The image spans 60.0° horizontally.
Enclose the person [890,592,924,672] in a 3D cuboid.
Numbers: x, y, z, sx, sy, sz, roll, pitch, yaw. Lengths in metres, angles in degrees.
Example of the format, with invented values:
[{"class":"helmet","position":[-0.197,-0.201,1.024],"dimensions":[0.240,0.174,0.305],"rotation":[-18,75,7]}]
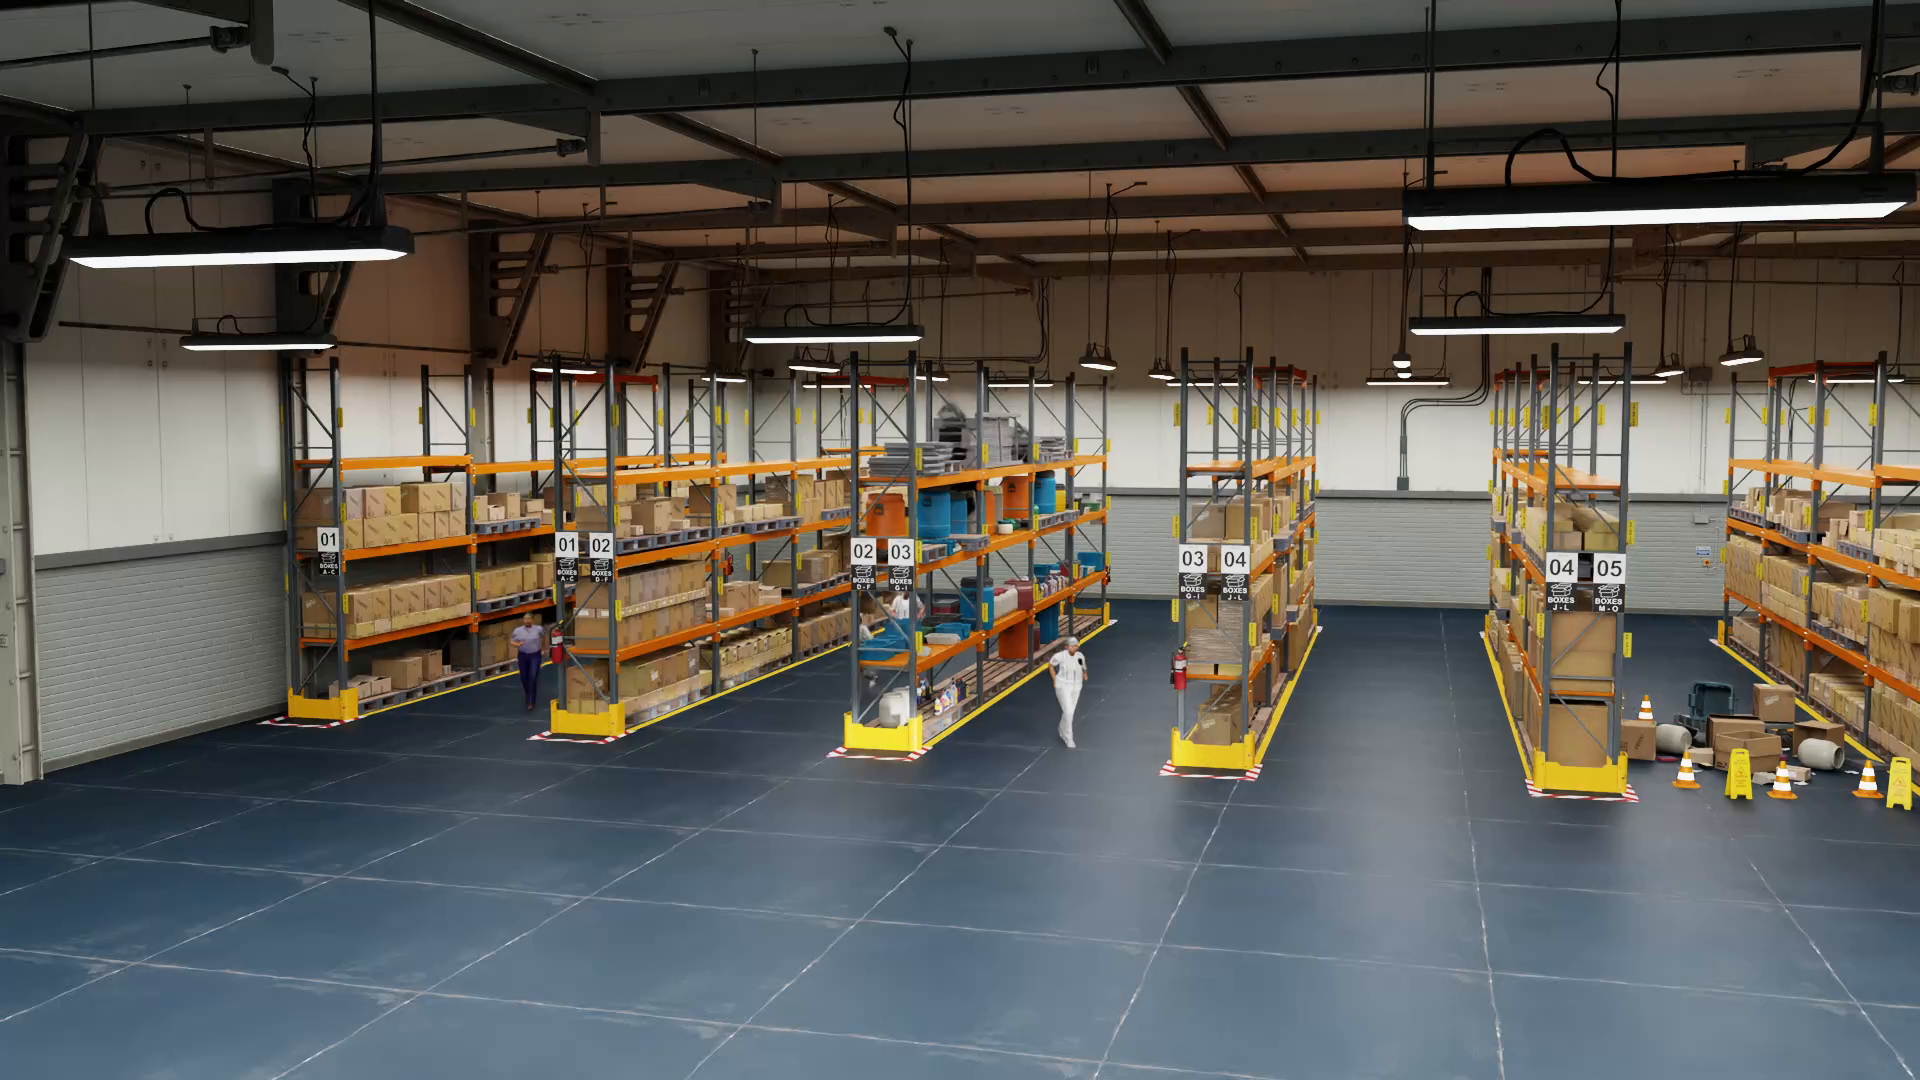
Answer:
[{"class":"person","position":[-1.056,1.719,33.155],"dimensions":[0.672,1.790,0.814],"rotation":[0,4,7]}]

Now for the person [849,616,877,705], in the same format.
[{"class":"person","position":[-1.729,2.076,29.390],"dimensions":[0.536,1.586,0.944],"rotation":[2,5,22]}]

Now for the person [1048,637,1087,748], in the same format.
[{"class":"person","position":[1.672,2.327,25.513],"dimensions":[0.539,1.723,0.857],"rotation":[-2,5,-26]}]

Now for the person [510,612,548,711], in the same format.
[{"class":"person","position":[-7.420,2.056,28.638],"dimensions":[0.598,1.652,0.933],"rotation":[0,4,-7]}]
